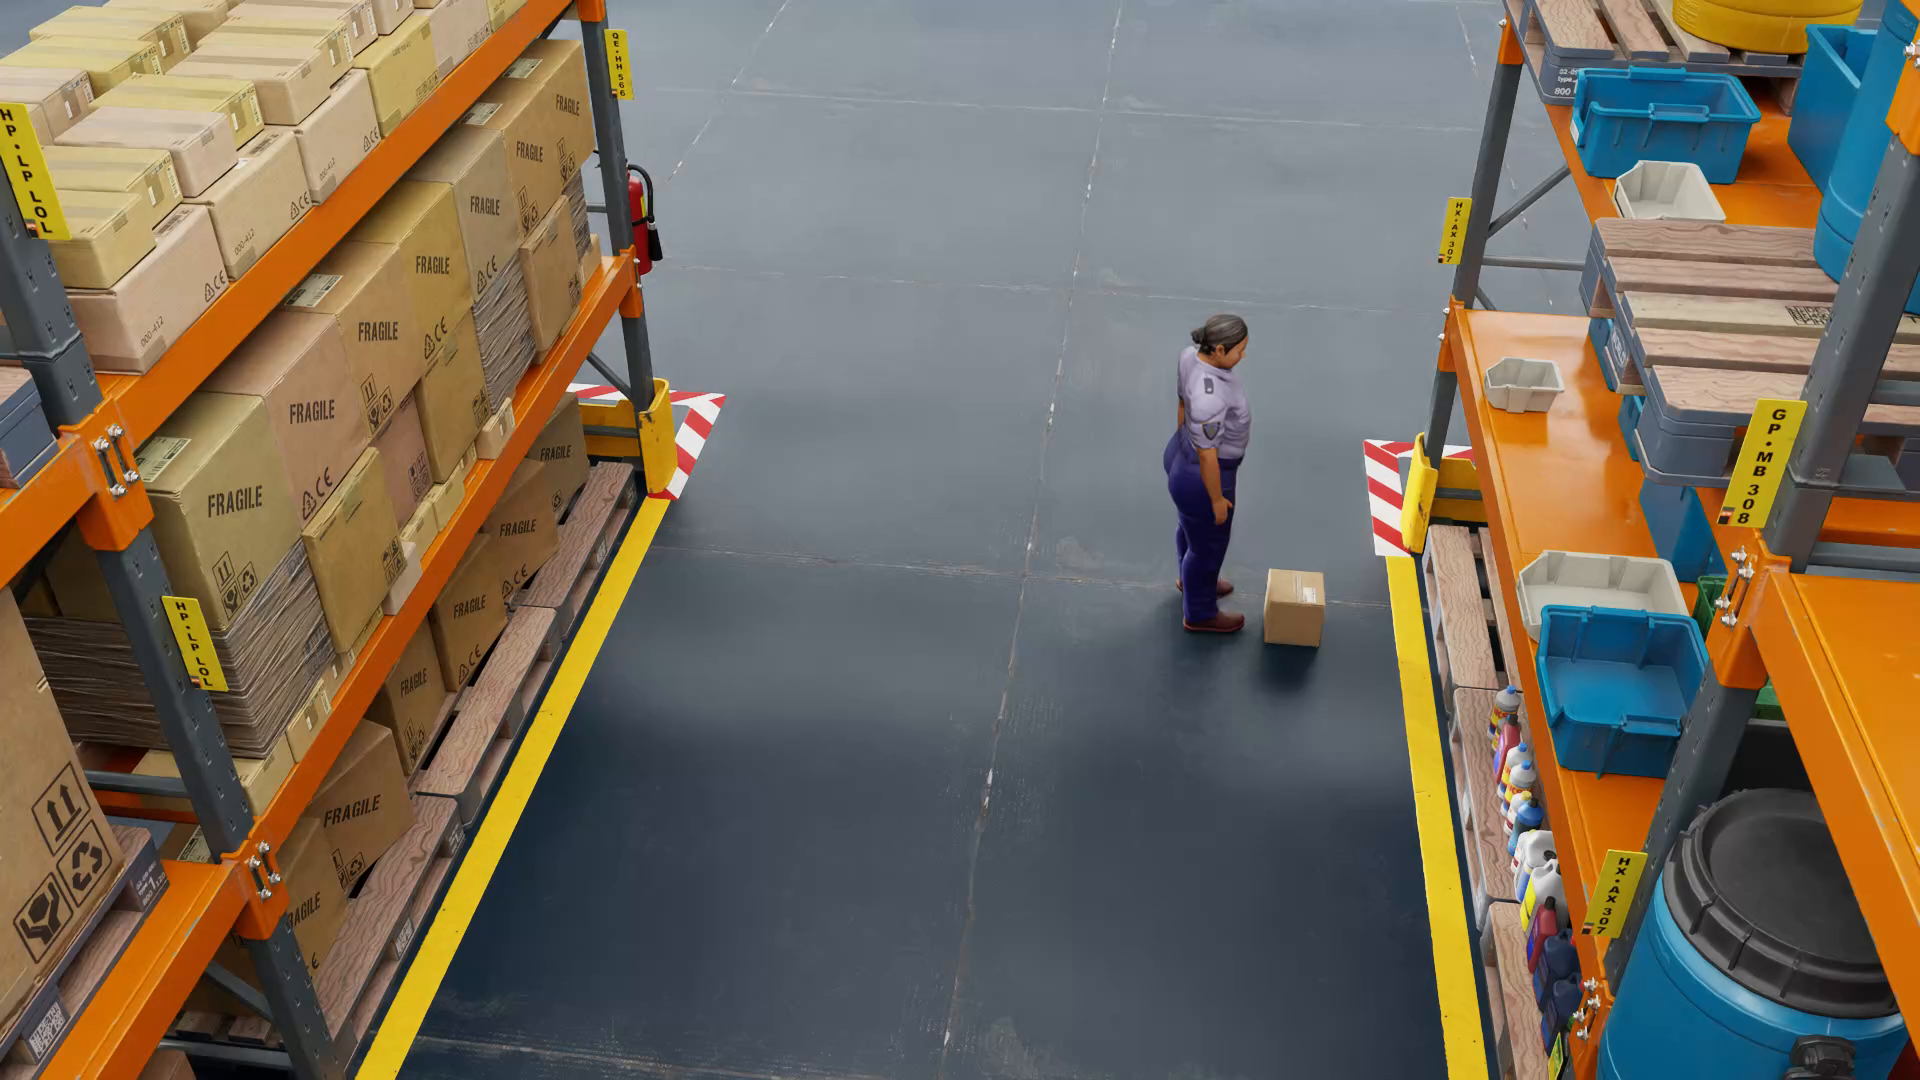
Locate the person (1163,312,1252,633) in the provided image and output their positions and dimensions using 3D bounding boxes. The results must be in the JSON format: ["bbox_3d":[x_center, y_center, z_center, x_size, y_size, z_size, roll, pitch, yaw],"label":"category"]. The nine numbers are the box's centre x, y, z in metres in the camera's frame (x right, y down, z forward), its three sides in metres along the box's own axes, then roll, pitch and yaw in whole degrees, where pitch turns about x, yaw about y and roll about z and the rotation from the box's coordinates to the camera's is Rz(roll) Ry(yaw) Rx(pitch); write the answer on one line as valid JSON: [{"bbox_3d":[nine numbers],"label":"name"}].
[{"bbox_3d":[1.131,-0.291,7.441,0.430,1.679,0.547,-1,36,-1],"label":"person"}]
